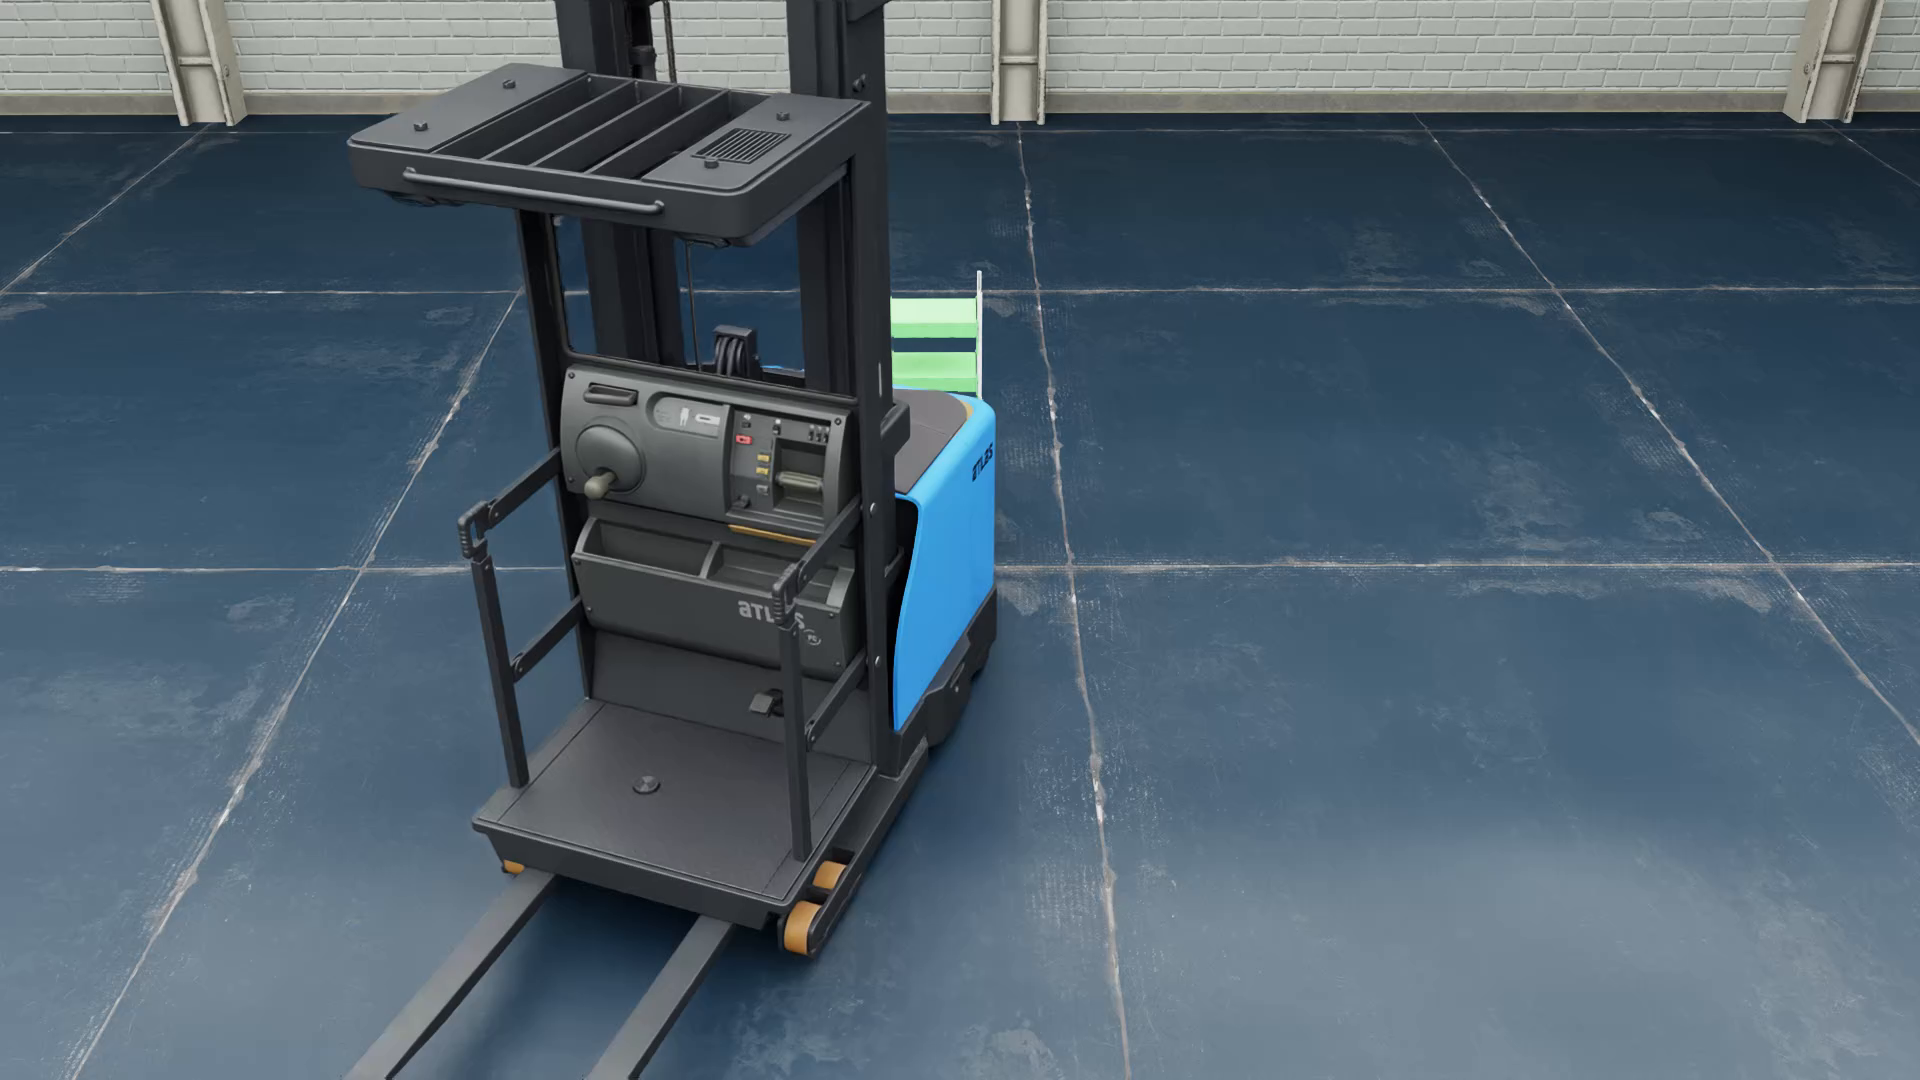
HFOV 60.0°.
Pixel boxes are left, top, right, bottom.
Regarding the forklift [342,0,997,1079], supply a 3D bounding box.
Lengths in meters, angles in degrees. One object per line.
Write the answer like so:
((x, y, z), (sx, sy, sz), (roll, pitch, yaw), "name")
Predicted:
((-0.844, -0.214, 4.778), (1.130, 2.935, 3.031), (11, 33, 17), "forklift")

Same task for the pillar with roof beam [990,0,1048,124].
((0.456, -4.777, 6.449), (0.400, 9.000, 9.100), (0, 31, 0), "pillar with roof beam")

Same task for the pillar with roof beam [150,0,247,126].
((-5.544, -4.759, 6.418), (0.400, 9.000, 9.100), (0, 31, 0), "pillar with roof beam")

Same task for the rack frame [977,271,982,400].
((0.078, -0.513, 6.939), (0.015, 1.200, 0.240), (0, 31, 0), "rack frame")

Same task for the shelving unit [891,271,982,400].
((-0.166, -0.512, 6.938), (0.503, 1.200, 0.258), (0, 31, 0), "shelving unit")

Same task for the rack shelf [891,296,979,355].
((-0.166, -0.868, 6.722), (0.480, 0.148, 0.258), (0, 31, 0), "rack shelf")

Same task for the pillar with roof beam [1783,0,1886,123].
((6.456, -4.796, 6.480), (0.400, 9.000, 9.100), (0, 31, 0), "pillar with roof beam")

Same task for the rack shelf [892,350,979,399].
((-0.166, -0.663, 6.847), (0.480, 0.148, 0.258), (0, 31, 0), "rack shelf")
